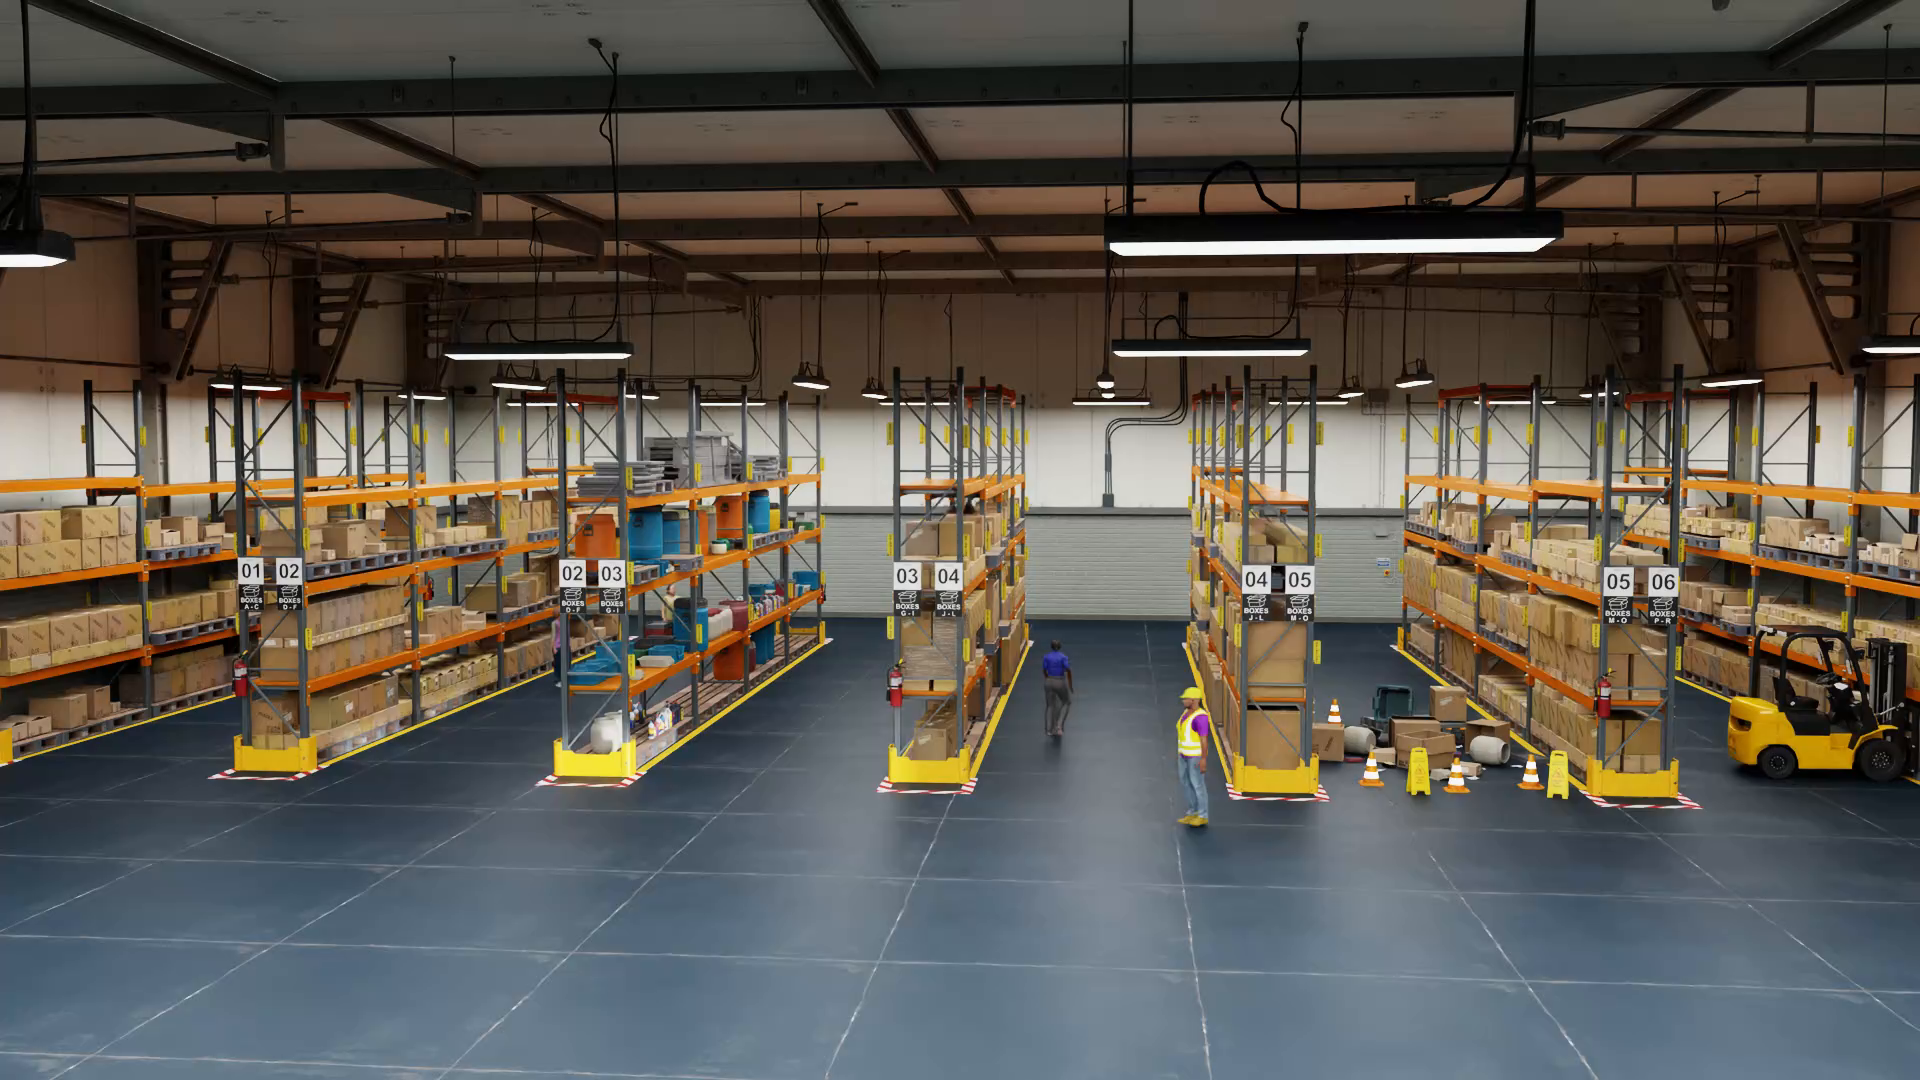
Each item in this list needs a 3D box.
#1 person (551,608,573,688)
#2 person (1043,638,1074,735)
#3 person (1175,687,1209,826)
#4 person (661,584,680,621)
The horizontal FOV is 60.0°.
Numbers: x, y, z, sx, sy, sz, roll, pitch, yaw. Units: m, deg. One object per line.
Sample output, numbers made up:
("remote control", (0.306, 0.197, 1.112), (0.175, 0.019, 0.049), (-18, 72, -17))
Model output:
("person", (-7.960, 2.157, 33.231), (0.489, 1.621, 0.328), (-3, 5, -42))
("person", (1.654, 2.494, 27.928), (0.550, 1.689, 0.560), (2, 4, 33))
("person", (3.003, 2.792, 21.418), (0.366, 1.799, 0.681), (-1, 4, -22))
("person", (-6.626, 1.804, 38.056), (0.421, 1.595, 0.985), (0, 4, 4))
